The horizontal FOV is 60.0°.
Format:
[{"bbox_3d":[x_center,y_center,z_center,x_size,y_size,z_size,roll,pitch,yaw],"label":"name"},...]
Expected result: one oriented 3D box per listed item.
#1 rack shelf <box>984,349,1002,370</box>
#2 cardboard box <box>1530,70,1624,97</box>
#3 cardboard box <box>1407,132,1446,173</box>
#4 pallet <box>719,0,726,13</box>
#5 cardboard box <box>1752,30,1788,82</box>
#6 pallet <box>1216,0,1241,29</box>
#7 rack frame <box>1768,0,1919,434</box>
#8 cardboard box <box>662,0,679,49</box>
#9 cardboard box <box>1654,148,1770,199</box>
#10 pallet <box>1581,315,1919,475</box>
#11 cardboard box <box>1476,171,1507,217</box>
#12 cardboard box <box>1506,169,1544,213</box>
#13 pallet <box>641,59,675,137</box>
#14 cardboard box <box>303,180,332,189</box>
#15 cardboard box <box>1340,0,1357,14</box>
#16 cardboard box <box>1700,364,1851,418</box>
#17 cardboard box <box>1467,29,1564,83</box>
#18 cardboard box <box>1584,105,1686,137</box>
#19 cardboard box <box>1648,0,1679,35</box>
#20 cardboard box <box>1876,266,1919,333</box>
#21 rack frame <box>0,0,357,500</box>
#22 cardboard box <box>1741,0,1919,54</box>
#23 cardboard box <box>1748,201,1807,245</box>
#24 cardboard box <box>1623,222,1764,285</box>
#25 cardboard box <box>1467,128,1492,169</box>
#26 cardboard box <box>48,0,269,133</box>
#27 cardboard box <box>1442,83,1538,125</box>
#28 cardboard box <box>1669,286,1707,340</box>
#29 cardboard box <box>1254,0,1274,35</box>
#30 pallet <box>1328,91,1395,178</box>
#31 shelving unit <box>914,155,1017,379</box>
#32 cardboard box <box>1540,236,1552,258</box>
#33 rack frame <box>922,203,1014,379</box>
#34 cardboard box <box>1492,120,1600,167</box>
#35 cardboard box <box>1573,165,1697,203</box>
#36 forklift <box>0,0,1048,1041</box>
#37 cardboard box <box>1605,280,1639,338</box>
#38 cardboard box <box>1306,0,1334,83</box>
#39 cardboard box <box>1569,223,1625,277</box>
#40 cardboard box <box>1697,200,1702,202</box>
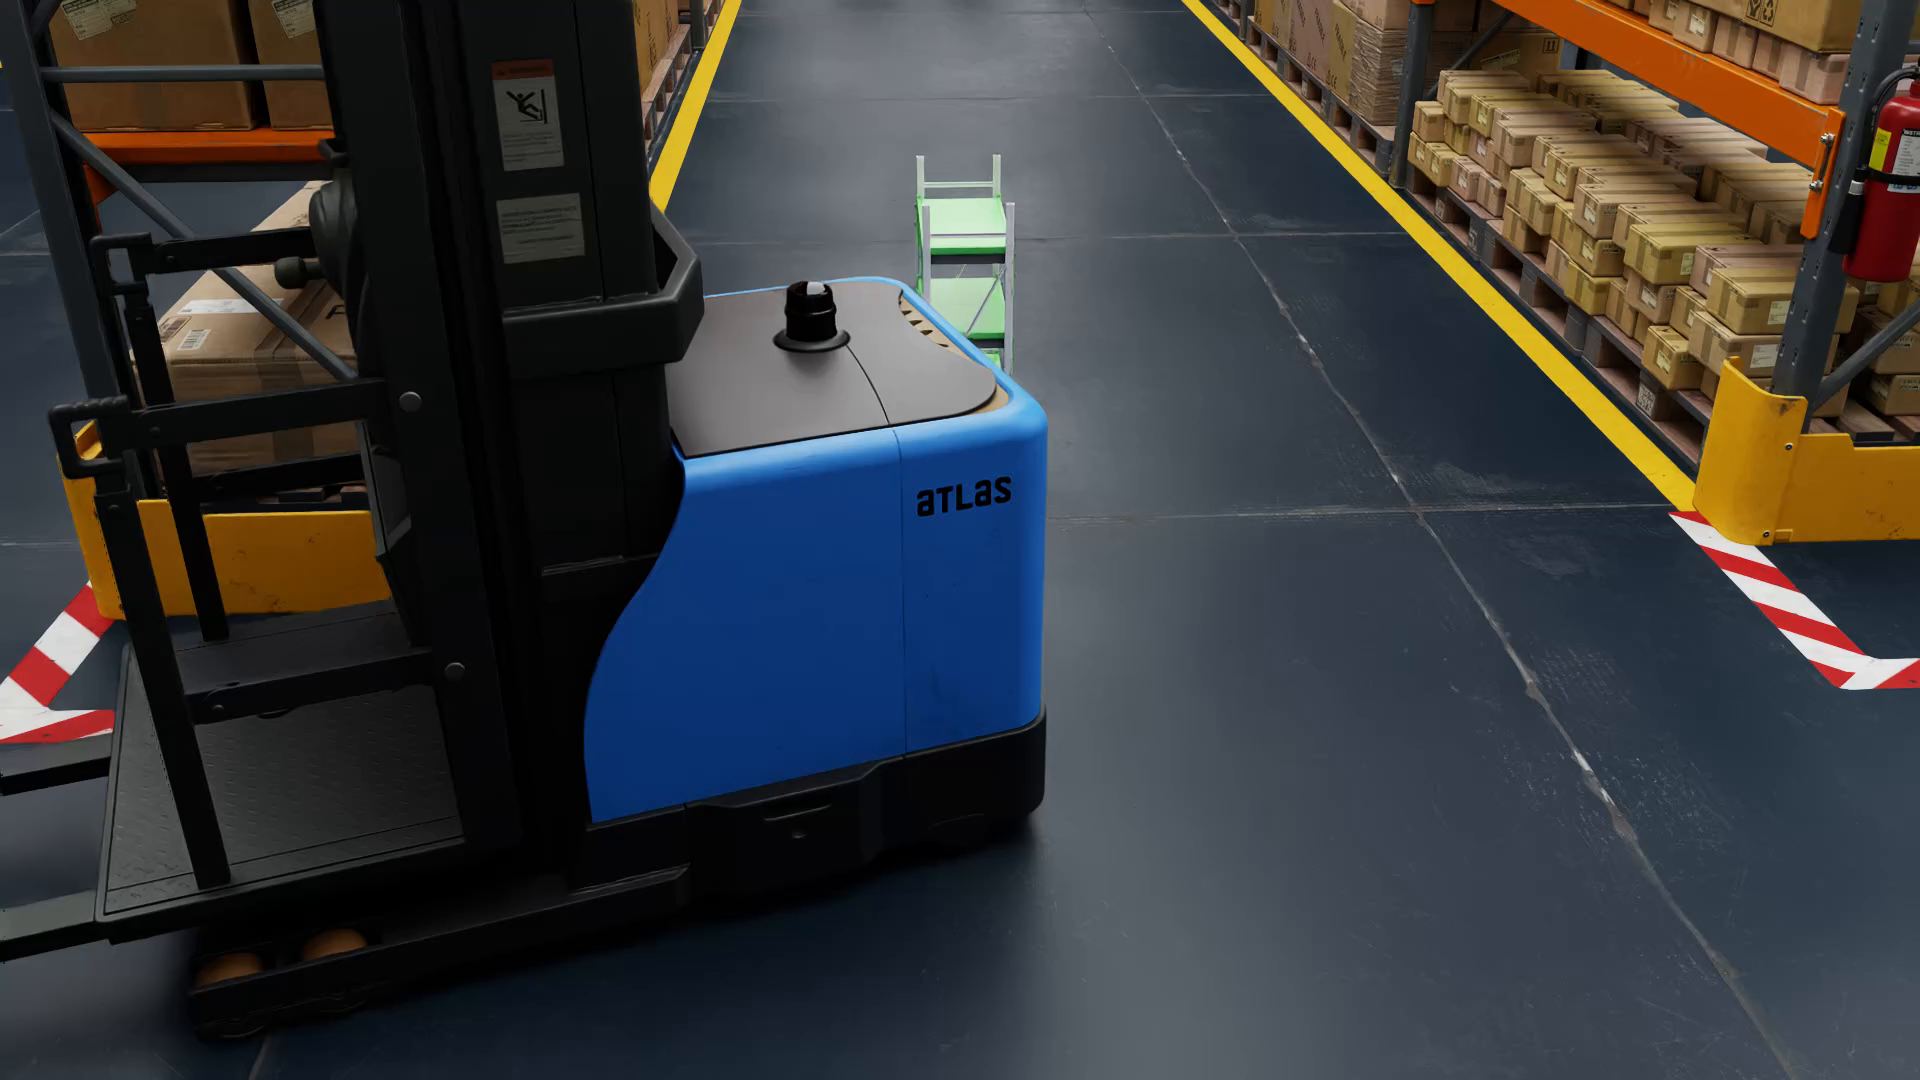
[{"bbox_3d":[0.009,-0.399,4.856,0.258,0.148,0.480,-1,28,-3],"label":"rack shelf"},{"bbox_3d":[3.072,-2.244,8.295,0.380,0.149,0.250,-1,28,-1],"label":"cardboard box"},{"bbox_3d":[2.491,-1.963,8.398,0.380,0.149,0.250,-3,28,-5],"label":"cardboard box"},{"bbox_3d":[-2.454,-4.584,13.811,1.003,0.211,1.213,-1,28,-3],"label":"pallet"},{"bbox_3d":[2.727,-1.517,5.187,0.380,0.149,0.250,-1,28,-3],"label":"cardboard box"},{"bbox_3d":[2.618,-4.193,13.062,1.003,0.211,1.213,-1,28,-3],"label":"pallet"},{"bbox_3d":[3.002,-1.369,4.632,1.000,3.000,0.127,-1,28,-3],"label":"rack frame"},{"bbox_3d":[-2.400,-3.821,11.175,0.875,0.875,0.875,-2,28,-3],"label":"cardboard box"},{"bbox_3d":[3.117,-1.526,6.918,0.380,0.149,0.250,-1,28,-3],"label":"cardboard box"},{"bbox_3d":[2.991,-0.544,6.065,1.003,0.211,1.213,-1,28,-3],"label":"pallet"},{"bbox_3d":[2.633,-1.610,7.723,0.380,0.149,0.250,-2,28,-4],"label":"cardboard box"},{"bbox_3d":[2.596,-1.499,7.187,0.380,0.149,0.250,-2,28,-3],"label":"cardboard box"},{"bbox_3d":[-2.327,-2.733,10.262,1.003,0.211,1.213,-1,28,-3],"label":"pallet"},{"bbox_3d":[-2.172,-1.395,6.997,0.875,0.438,0.875,-2,28,-4],"label":"cardboard box"},{"bbox_3d":[2.488,-3.202,9.585,0.500,0.250,0.500,0,28,0],"label":"cardboard box"},{"bbox_3d":[2.766,-0.530,5.650,0.380,0.149,0.250,-1,28,-2],"label":"cardboard box"},{"bbox_3d":[3.020,-2.642,9.321,0.500,0.500,0.500,0,28,-1],"label":"cardboard box"},{"bbox_3d":[3.081,-1.891,7.617,0.380,0.149,0.250,-1,28,-1],"label":"cardboard box"},{"bbox_3d":[2.678,-1.873,5.868,0.380,0.149,0.250,-3,28,-5],"label":"cardboard box"},{"bbox_3d":[3.314,-0.805,5.536,0.380,0.149,0.250,-3,28,-5],"label":"cardboard box"},{"bbox_3d":[-1.936,-1.203,4.313,1.000,3.000,0.127,-1,28,-3],"label":"rack frame"},{"bbox_3d":[2.722,-1.747,4.926,0.500,0.500,0.500,-1,28,-2],"label":"cardboard box"},{"bbox_3d":[3.199,-1.162,6.219,0.380,0.149,0.250,-3,28,-5],"label":"cardboard box"},{"bbox_3d":[2.625,-1.028,5.962,0.380,0.149,0.250,-2,28,-4],"label":"cardboard box"},{"bbox_3d":[2.644,-1.869,7.897,0.380,0.149,0.250,-2,28,-3],"label":"cardboard box"},{"bbox_3d":[-2.225,-1.464,4.705,0.500,0.500,0.500,-1,28,-2],"label":"cardboard box"},{"bbox_3d":[2.560,-2.110,8.037,0.380,0.149,0.250,0,28,0],"label":"cardboard box"},{"bbox_3d":[2.730,-0.782,5.813,0.380,0.149,0.250,-2,28,-4],"label":"cardboard box"},{"bbox_3d":[2.367,-3.809,11.558,0.500,0.500,0.500,-3,28,-5],"label":"cardboard box"},{"bbox_3d":[2.751,-2.340,9.508,1.003,0.211,1.213,-1,28,-3],"label":"pallet"},{"bbox_3d":[0.009,-0.456,4.826,0.258,1.200,0.503,-1,28,-3],"label":"shelving unit"},{"bbox_3d":[2.690,-1.245,7.022,0.380,0.149,0.250,-1,28,-1],"label":"cardboard box"},{"bbox_3d":[0.021,-0.343,4.610,0.240,1.200,0.015,-1,28,-3],"label":"rack frame"},{"bbox_3d":[2.590,-1.755,7.356,0.380,0.149,0.250,-1,28,-2],"label":"cardboard box"},{"bbox_3d":[2.702,-1.396,6.668,0.380,0.149,0.250,-2,28,-4],"label":"cardboard box"},{"bbox_3d":[-1.371,-0.579,3.190,3.031,2.935,1.130,-10,29,-19],"label":"forklift"},{"bbox_3d":[2.698,-0.884,6.329,0.380,0.149,0.250,-1,28,-2],"label":"cardboard box"},{"bbox_3d":[2.454,-3.104,10.207,0.500,0.500,0.500,-2,28,-4],"label":"cardboard box"},{"bbox_3d":[2.621,-1.139,6.497,0.380,0.149,0.250,-1,28,-2],"label":"cardboard box"},{"bbox_3d":[3.103,-1.276,6.760,0.380,0.149,0.250,0,28,0],"label":"cardboard box"}]
